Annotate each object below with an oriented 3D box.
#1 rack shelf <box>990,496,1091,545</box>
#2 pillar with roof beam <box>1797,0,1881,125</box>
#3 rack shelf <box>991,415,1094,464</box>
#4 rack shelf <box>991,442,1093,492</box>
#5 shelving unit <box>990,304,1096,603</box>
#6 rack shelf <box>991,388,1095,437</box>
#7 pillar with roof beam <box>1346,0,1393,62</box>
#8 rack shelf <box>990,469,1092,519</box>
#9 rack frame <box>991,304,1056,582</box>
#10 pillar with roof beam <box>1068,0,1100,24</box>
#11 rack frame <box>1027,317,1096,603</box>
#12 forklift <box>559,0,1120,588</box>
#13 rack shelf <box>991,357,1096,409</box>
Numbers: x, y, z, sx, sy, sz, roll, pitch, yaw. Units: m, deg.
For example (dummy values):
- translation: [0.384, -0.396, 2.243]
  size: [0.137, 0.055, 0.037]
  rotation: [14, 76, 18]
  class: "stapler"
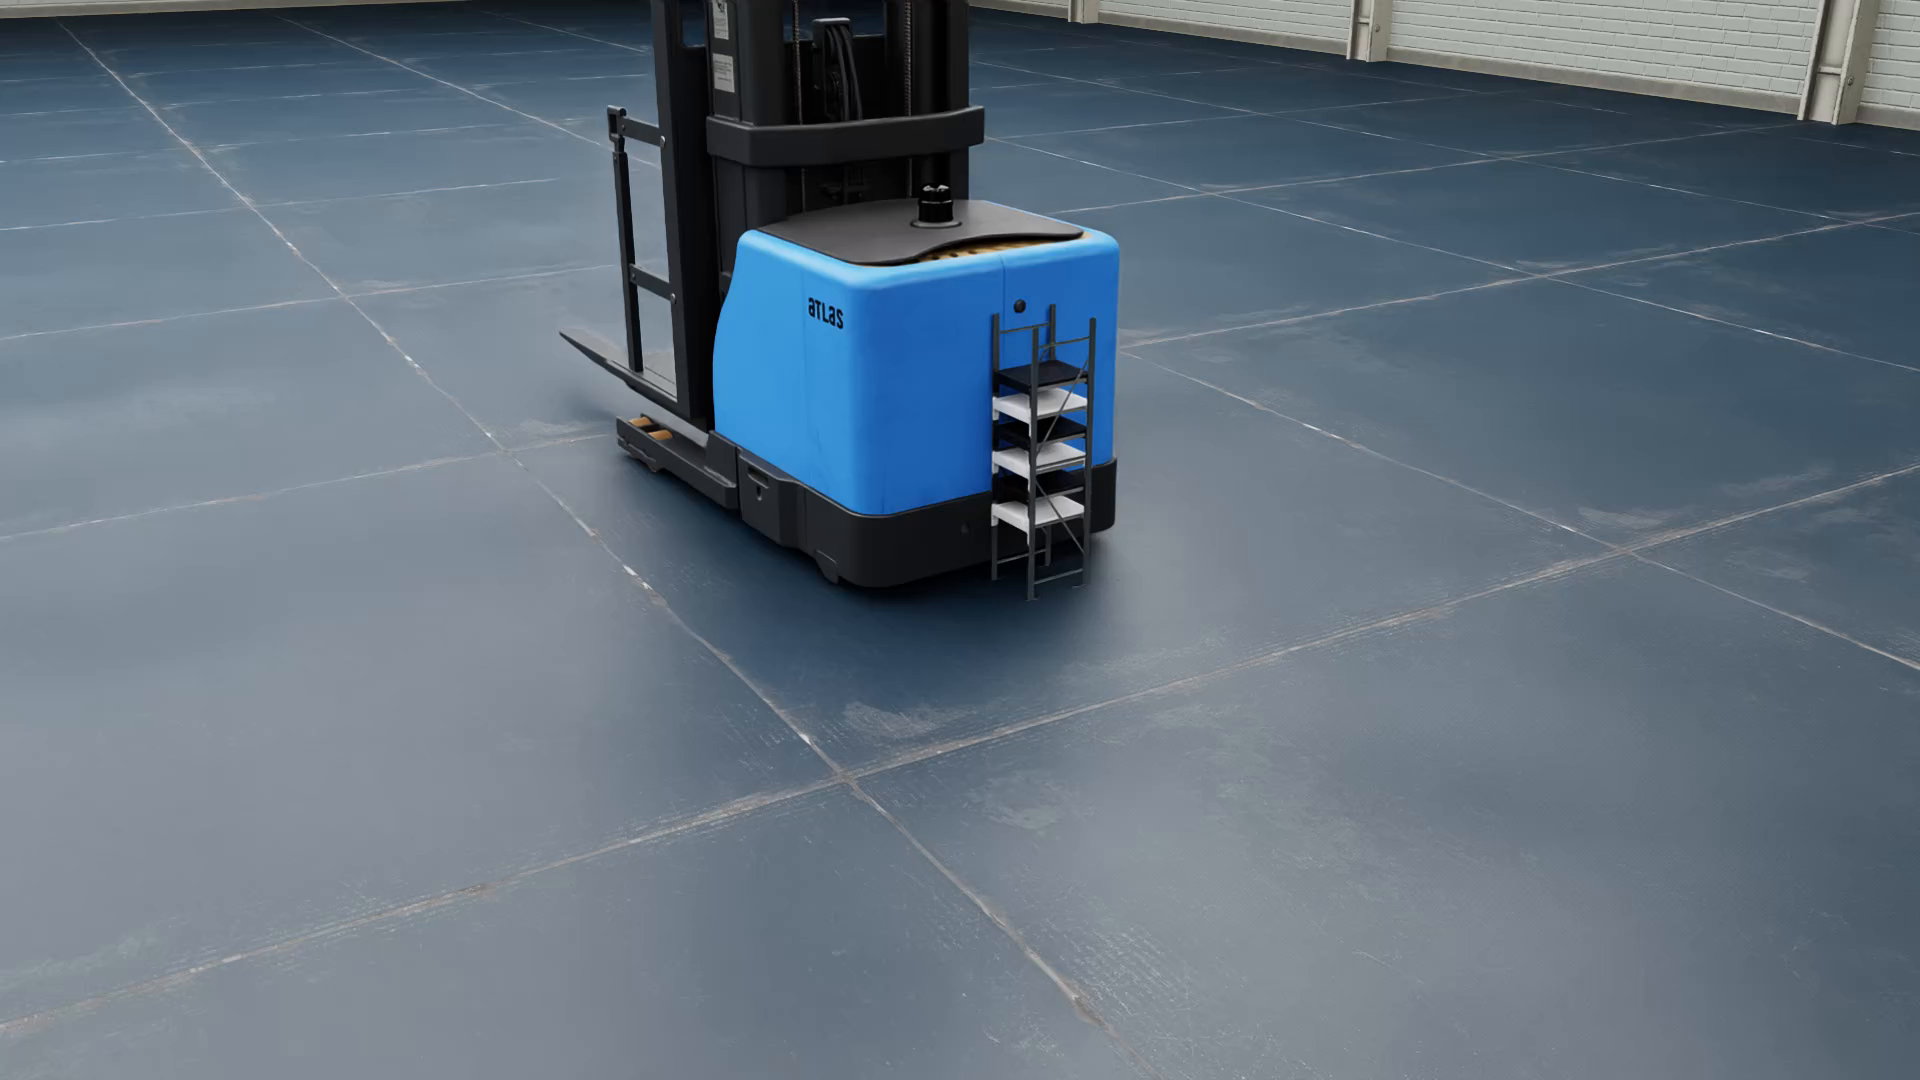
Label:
- translation: [0.260, -0.076, 5.371]
  size: [0.258, 0.077, 0.200]
  rotation: [-14, 26, -31]
  class: "rack shelf"
- translation: [4.279, -7.202, 11.579]
  size: [9.100, 9.000, 0.400]
  rotation: [-13, 25, -28]
  class: "pillar with roof beam"
- translation: [0.260, -0.327, 5.269]
  size: [0.258, 0.077, 0.200]
  rotation: [-14, 26, -31]
  class: "rack shelf"
- translation: [0.260, -0.243, 5.303]
  size: [0.258, 0.077, 0.200]
  rotation: [-14, 26, -31]
  class: "rack shelf"
- translation: [0.260, -0.274, 5.291]
  size: [0.258, 0.900, 0.210]
  rotation: [-14, 26, -31]
  class: "shelving unit"
- translation: [0.260, -0.410, 5.235]
  size: [0.258, 0.077, 0.200]
  rotation: [-14, 26, -31]
  class: "rack shelf"
- translation: [1.215, -9.144, 16.358]
  size: [9.100, 9.000, 0.400]
  rotation: [-13, 25, -28]
  class: "pillar with roof beam"
- translation: [0.260, -0.160, 5.337]
  size: [0.258, 0.077, 0.200]
  rotation: [-14, 26, -31]
  class: "rack shelf"
- translation: [0.203, -0.306, 5.369]
  size: [0.240, 0.900, 0.006]
  rotation: [-14, 26, -31]
  class: "rack frame"
- translation: [-1.850, -11.086, 21.136]
  size: [9.100, 9.000, 0.400]
  rotation: [-13, 25, -28]
  class: "pillar with roof beam"
- translation: [0.317, -0.242, 5.213]
  size: [0.240, 0.900, 0.006]
  rotation: [-14, 26, -31]
  class: "rack frame"
- translation: [-0.703, -1.707, 6.120]
  size: [1.130, 2.935, 3.031]
  rotation: [-14, 26, -31]
  class: "forklift"
- translation: [0.260, -0.493, 5.201]
  size: [0.258, 0.077, 0.200]
  rotation: [-14, 26, -31]
  class: "rack shelf"
